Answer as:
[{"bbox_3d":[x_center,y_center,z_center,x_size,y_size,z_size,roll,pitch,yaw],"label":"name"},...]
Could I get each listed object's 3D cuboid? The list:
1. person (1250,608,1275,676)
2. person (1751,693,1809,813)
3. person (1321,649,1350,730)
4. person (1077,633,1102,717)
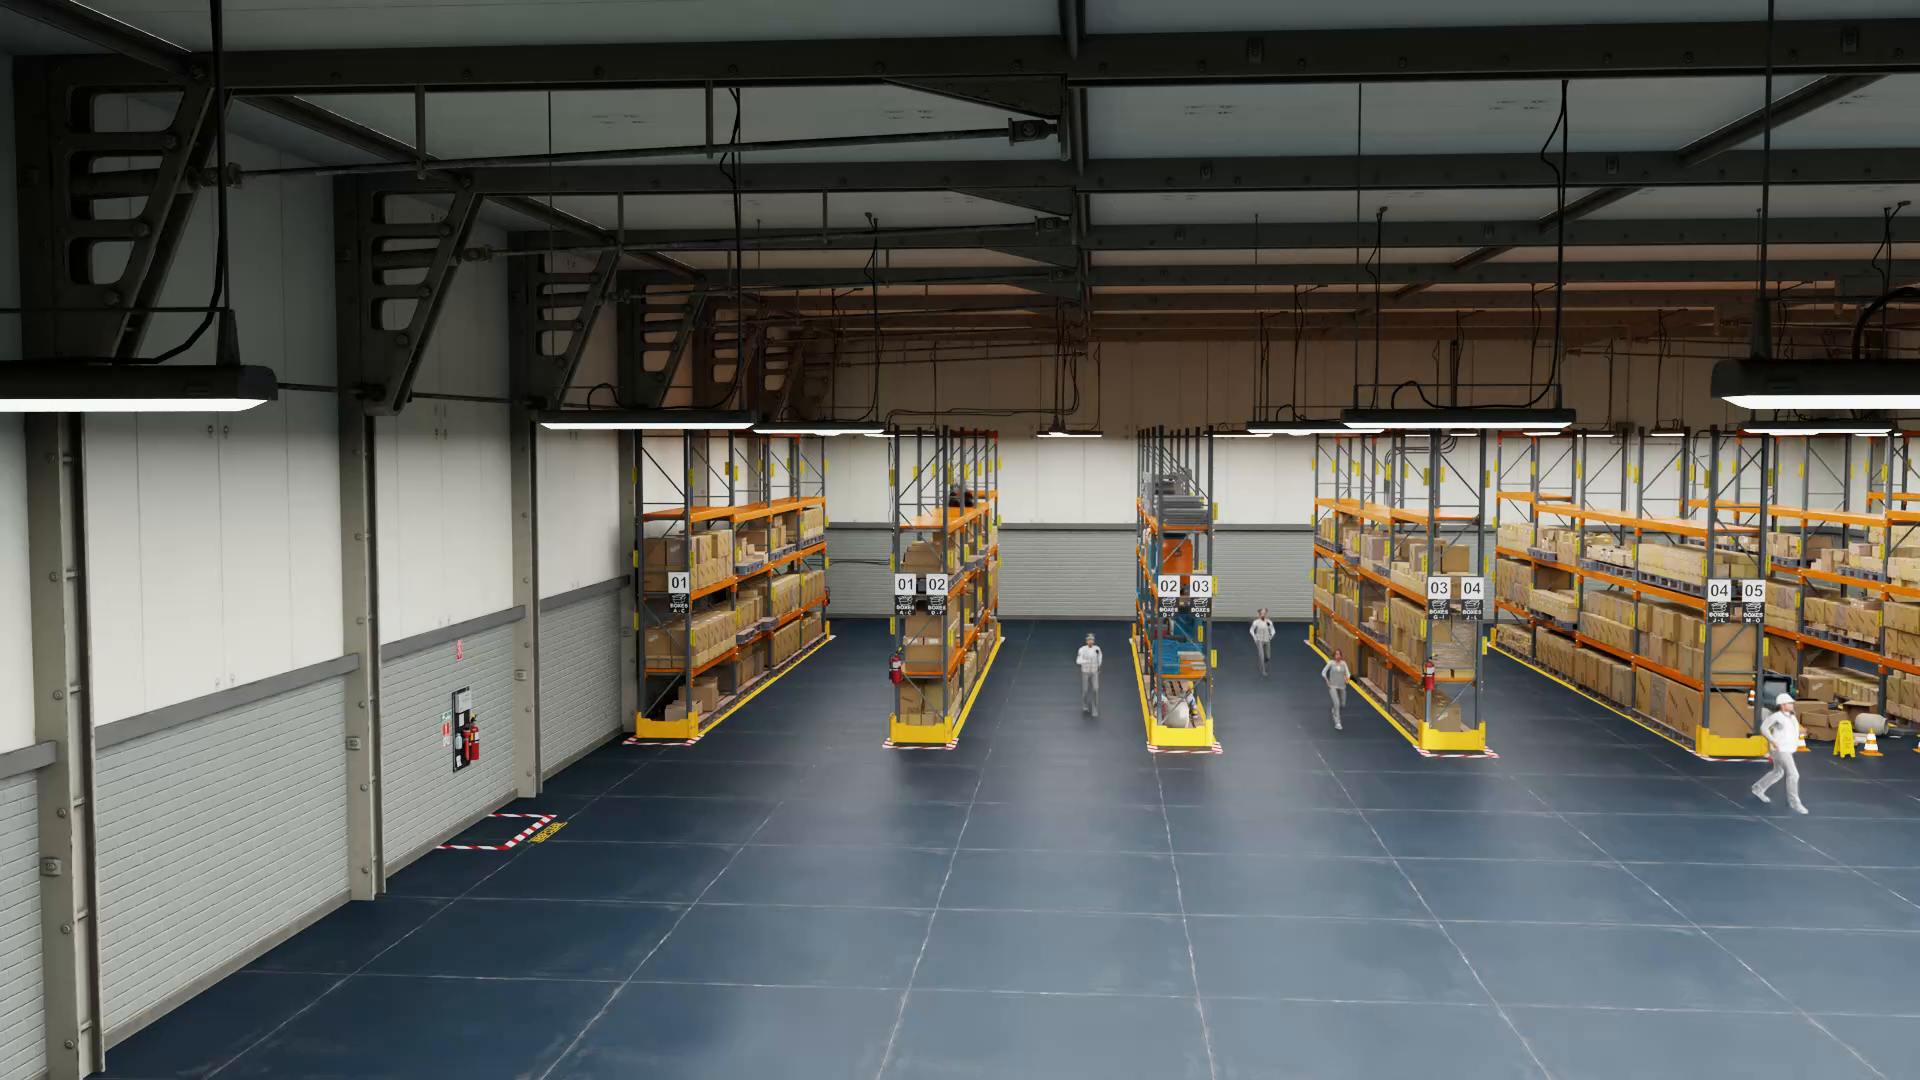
[{"bbox_3d":[7.361,2.464,40.458,0.606,1.654,0.584,0,3,-1],"label":"person"},{"bbox_3d":[12.788,3.280,25.865,0.638,1.813,0.871,-3,5,-45],"label":"person"},{"bbox_3d":[7.495,2.953,33.120,0.547,1.551,0.767,0,3,-3],"label":"person"},{"bbox_3d":[2.706,2.795,34.678,0.557,1.737,0.816,0,3,-1],"label":"person"}]
